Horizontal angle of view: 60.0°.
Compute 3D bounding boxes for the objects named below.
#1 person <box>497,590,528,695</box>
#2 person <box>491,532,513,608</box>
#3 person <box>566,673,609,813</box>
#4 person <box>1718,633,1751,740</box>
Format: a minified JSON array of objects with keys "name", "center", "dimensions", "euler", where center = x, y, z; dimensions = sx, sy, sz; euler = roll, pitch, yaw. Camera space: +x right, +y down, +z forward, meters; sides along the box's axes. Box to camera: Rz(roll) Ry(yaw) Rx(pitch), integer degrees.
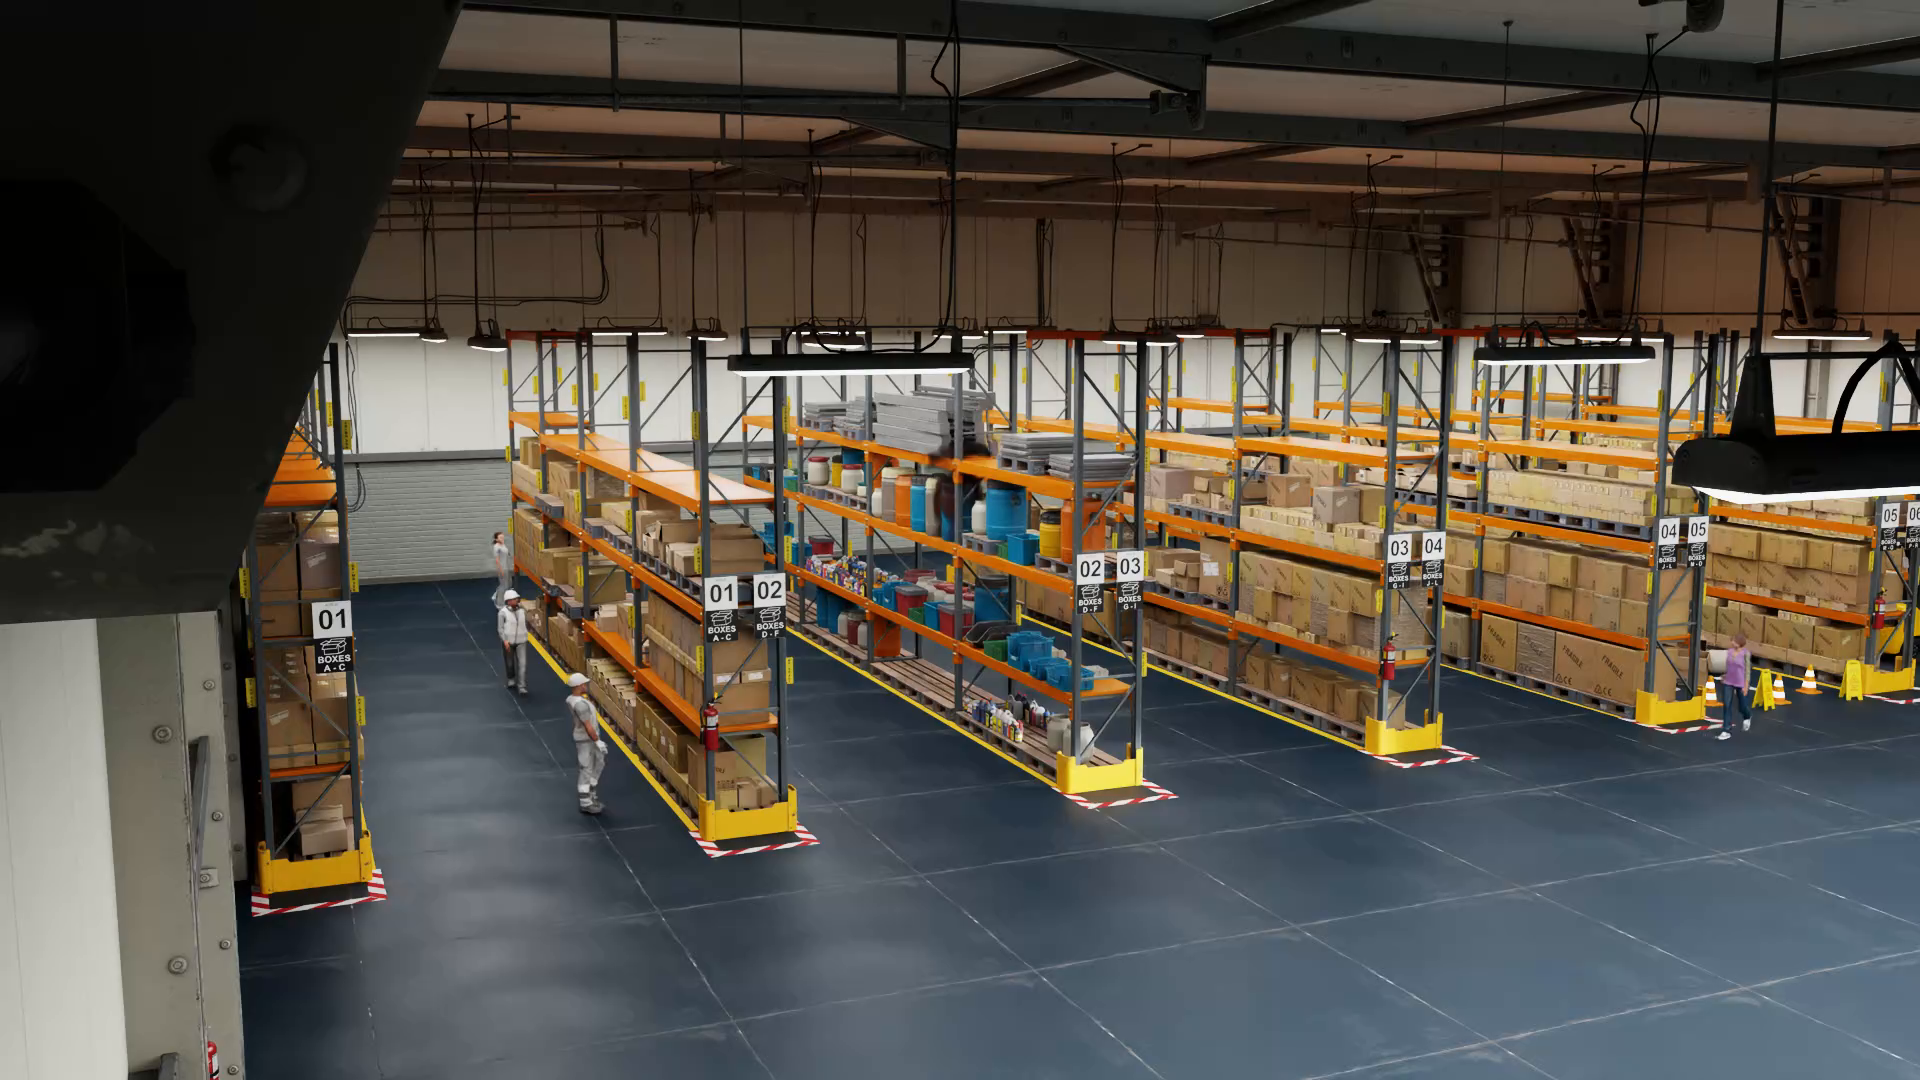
[{"name":"person","center":[-7.476,1.699,27.817],"dimensions":[0.499,1.736,1.003],"euler":[-2,8,-17]},{"name":"person","center":[-9.825,0.641,35.674],"dimensions":[0.470,1.655,0.467],"euler":[-3,8,-22]},{"name":"person","center":[-4.726,2.580,21.189],"dimensions":[0.583,1.820,0.587],"euler":[0,8,2]},{"name":"person","center":[11.619,2.168,24.870],"dimensions":[0.390,1.589,0.716],"euler":[6,10,39]}]
